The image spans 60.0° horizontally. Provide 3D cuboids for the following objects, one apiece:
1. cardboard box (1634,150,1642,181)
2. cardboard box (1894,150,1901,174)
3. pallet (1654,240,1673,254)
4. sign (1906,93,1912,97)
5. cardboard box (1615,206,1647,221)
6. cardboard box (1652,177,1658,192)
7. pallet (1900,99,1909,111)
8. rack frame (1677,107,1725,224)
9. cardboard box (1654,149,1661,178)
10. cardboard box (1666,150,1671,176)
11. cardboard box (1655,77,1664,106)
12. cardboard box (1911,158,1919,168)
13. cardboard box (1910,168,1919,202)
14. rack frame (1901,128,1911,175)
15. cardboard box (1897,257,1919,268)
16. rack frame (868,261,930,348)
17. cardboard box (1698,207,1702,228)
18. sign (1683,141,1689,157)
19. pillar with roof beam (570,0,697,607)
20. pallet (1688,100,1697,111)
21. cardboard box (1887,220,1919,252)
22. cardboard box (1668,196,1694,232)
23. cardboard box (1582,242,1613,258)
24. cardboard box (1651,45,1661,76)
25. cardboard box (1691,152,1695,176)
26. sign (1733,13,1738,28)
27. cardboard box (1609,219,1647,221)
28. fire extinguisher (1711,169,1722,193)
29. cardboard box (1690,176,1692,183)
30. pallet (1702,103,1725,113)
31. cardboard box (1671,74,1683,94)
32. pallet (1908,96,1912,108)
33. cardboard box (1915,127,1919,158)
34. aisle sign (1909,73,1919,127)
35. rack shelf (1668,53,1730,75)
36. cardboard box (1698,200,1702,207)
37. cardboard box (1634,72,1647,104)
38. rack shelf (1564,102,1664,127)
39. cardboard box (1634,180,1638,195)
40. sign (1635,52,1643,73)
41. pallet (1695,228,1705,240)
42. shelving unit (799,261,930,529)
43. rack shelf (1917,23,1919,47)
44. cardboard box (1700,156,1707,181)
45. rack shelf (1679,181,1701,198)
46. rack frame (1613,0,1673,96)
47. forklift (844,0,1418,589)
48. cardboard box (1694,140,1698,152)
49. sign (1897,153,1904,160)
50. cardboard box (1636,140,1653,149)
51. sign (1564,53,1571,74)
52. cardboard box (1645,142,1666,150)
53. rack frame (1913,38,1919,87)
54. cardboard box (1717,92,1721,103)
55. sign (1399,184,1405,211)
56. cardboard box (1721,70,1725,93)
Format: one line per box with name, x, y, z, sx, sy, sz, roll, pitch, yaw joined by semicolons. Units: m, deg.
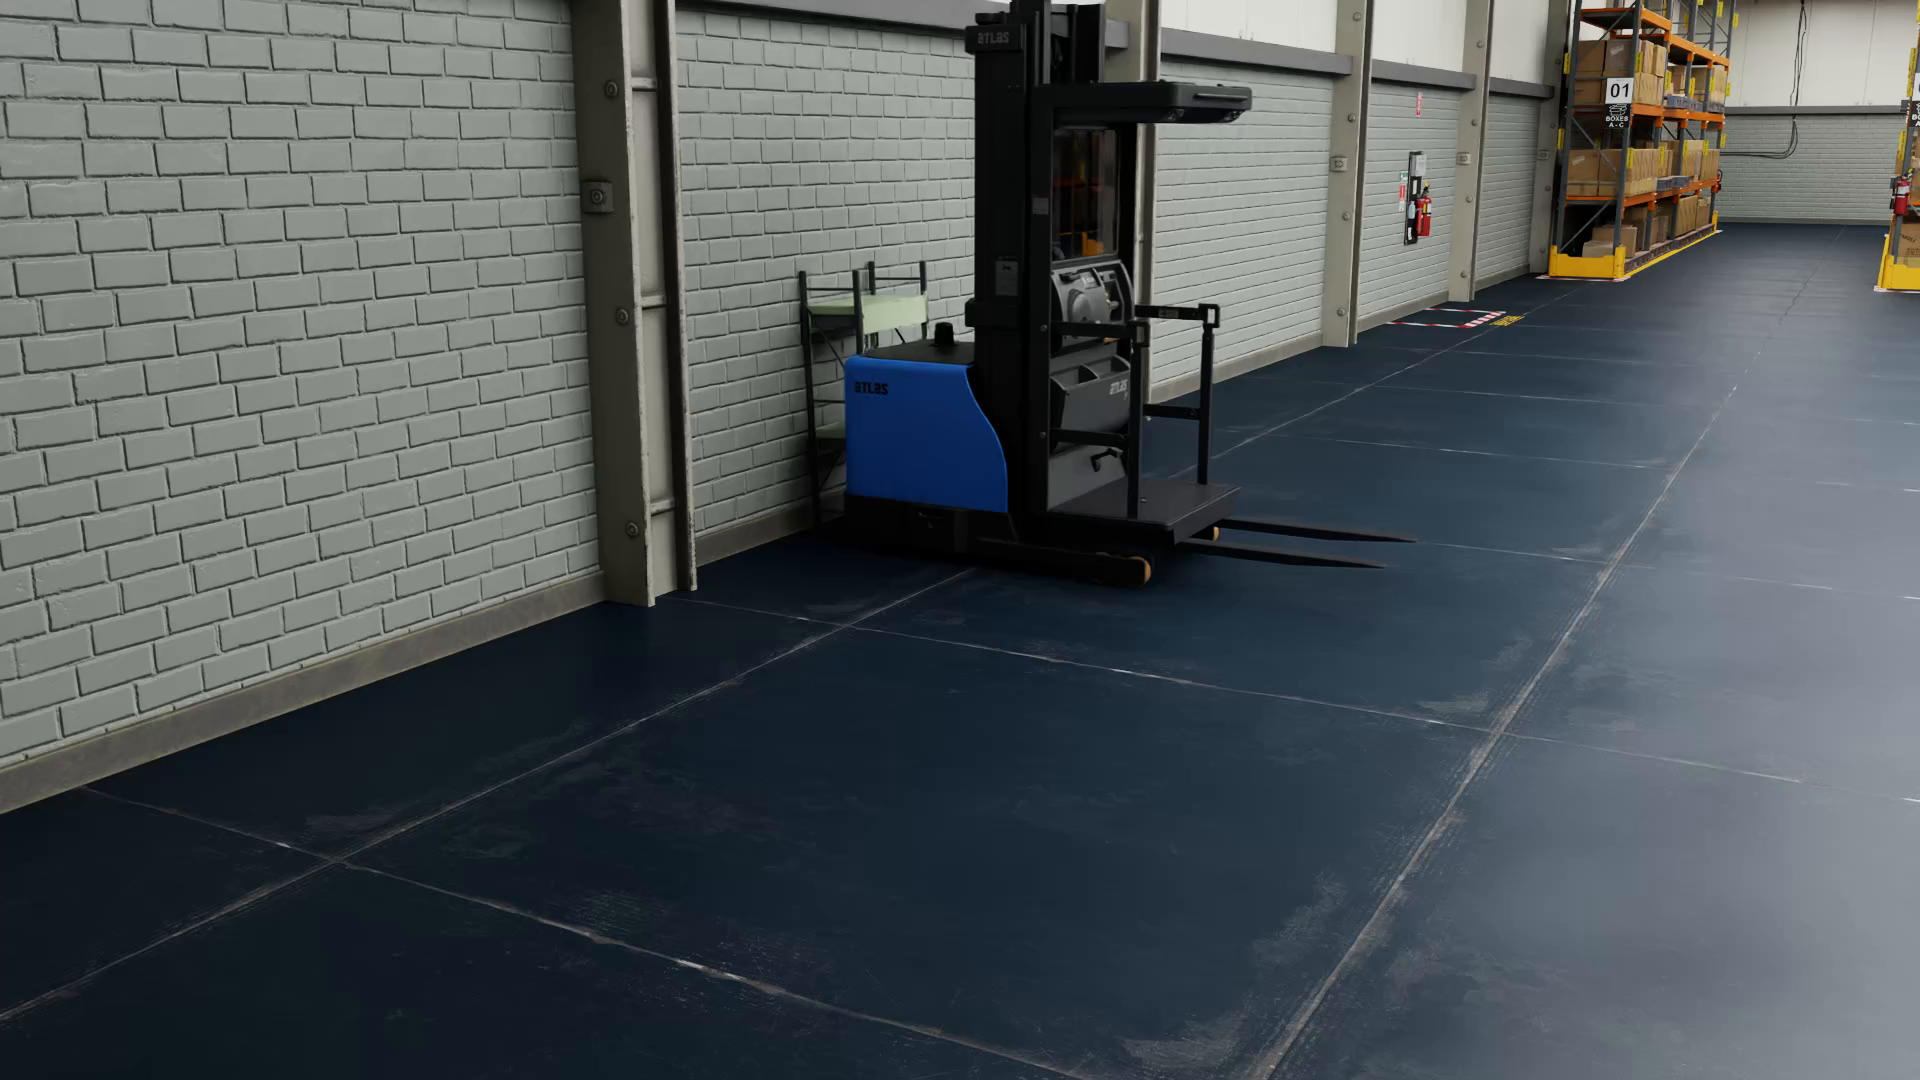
cardboard box;11.193;-6.334;28.086;0.500;0.500;0.500;7;15;28
cardboard box;20.166;-7.951;35.006;0.700;0.500;0.500;2;14;9
pallet;13.940;-5.994;33.948;1.003;0.211;1.213;7;15;28
sign;20.112;-9.540;35.201;0.100;0.325;0.005;7;15;28
cardboard box;12.936;-6.296;32.045;0.500;0.250;0.500;7;15;27
cardboard box;12.421;-6.495;30.351;0.500;0.250;0.500;7;15;28
pallet;19.715;-8.798;33.629;1.213;0.211;1.003;7;15;28
rack frame;18.186;-9.152;41.093;1.000;3.000;0.127;7;15;28
cardboard box;12.427;-6.859;30.261;0.500;0.500;0.500;7;15;28
cardboard box;13.854;-7.557;33.329;0.700;0.500;0.500;6;15;23
cardboard box;12.356;-8.074;29.968;0.500;0.500;0.500;8;16;30
cardboard box;14.807;-5.772;25.479;0.380;0.149;0.250;7;15;27
cardboard box;15.026;-5.451;25.532;0.700;0.500;0.500;7;15;28
rack frame;18.657;-6.950;31.961;1.000;3.000;0.127;7;15;28
cardboard box;14.790;-4.319;26.021;0.500;0.250;0.500;7;15;28
rack frame;-0.351;-0.948;10.183;0.400;1.500;0.023;5;15;29
cardboard box;16.949;-7.564;38.947;0.700;0.500;0.500;7;15;27
sign;14.798;-7.975;33.912;0.100;0.325;0.005;7;15;28
pillar with roof beam;2.199;-3.615;5.329;9.100;9.000;0.400;7;15;28
pallet;14.583;-9.015;34.529;1.213;0.211;1.003;8;16;31
cardboard box;15.259;-4.891;26.792;0.500;0.500;0.500;7;15;28
cardboard box;15.625;-7.159;36.520;0.750;0.750;0.750;8;16;30
cardboard box;10.865;-4.907;28.287;0.500;0.311;0.500;6;15;22
cardboard box;11.881;-8.337;28.924;0.500;0.500;0.500;7;15;26
cardboard box;15.525;-8.100;35.839;0.500;0.500;0.500;8;16;30
sign;18.654;-12.496;40.004;0.100;0.325;0.005;7;15;28
cardboard box;12.932;-5.953;32.220;0.700;0.500;0.500;7;15;27
fire extinguisher;18.663;-8.911;41.058;0.296;0.674;0.183;7;15;28
cardboard box;15.818;-7.911;36.441;0.380;0.149;0.250;7;15;28
pallet;17.837;-10.413;40.116;1.003;0.211;1.213;7;15;28
cardboard box;14.498;-9.335;34.302;0.700;0.500;0.500;6;15;24
pallet;18.407;-8.167;31.012;1.213;0.211;1.003;8;16;31
cardboard box;15.301;-6.201;25.875;0.700;0.500;0.500;7;15;27
aisle sign;14.501;-6.592;24.930;0.394;0.787;0.004;7;15;28
rack shelf;17.219;-11.113;38.819;1.077;0.370;4.000;7;15;28
cardboard box;17.029;-7.827;38.651;0.380;0.149;0.250;8;16;30
cardboard box;11.123;-7.532;27.719;0.500;0.500;0.500;9;16;32
rack shelf;11.418;-7.388;28.912;1.077;0.370;4.000;7;15;28
cardboard box;11.204;-5.978;28.207;0.500;0.250;0.500;7;15;26
sign;10.926;-7.691;26.768;0.100;0.325;0.005;7;15;28
pallet;16.688;-7.122;38.627;1.003;0.211;1.213;7;15;28
shelving unit;-0.531;-0.870;9.874;0.431;1.500;0.755;5;15;29
rack shelf;15.756;-8.091;26.283;1.077;0.370;4.000;7;15;28
cardboard box;16.529;-8.586;38.108;0.980;0.700;0.700;8;16;29
rack shelf;15.285;-7.571;36.072;1.077;0.370;4.000;7;15;28
rack frame;12.385;-9.606;30.178;1.000;3.000;0.127;7;15;28
forklift;0.889;-1.318;8.747;3.031;2.935;1.130;7;15;28
cardboard box;15.748;-8.565;36.170;0.500;0.250;0.500;8;16;29
sign;16.243;-6.713;28.677;0.100;0.325;0.005;7;15;28
cardboard box;14.311;-8.200;34.656;0.500;0.250;0.500;8;16;30
sign;9.975;-7.825;27.300;0.100;0.325;0.005;7;15;28
cardboard box;14.036;-7.946;33.558;0.380;0.149;0.250;5;14;19
rack frame;14.789;-8.225;24.449;1.000;3.000;0.127;7;15;28
cardboard box;17.566;-10.395;39.062;0.500;0.250;0.500;7;15;26
sign;5.546;-4.292;20.862;0.001;0.329;0.234;7;15;28
cardboard box;17.820;-10.872;39.439;0.500;0.500;0.500;8;16;30
